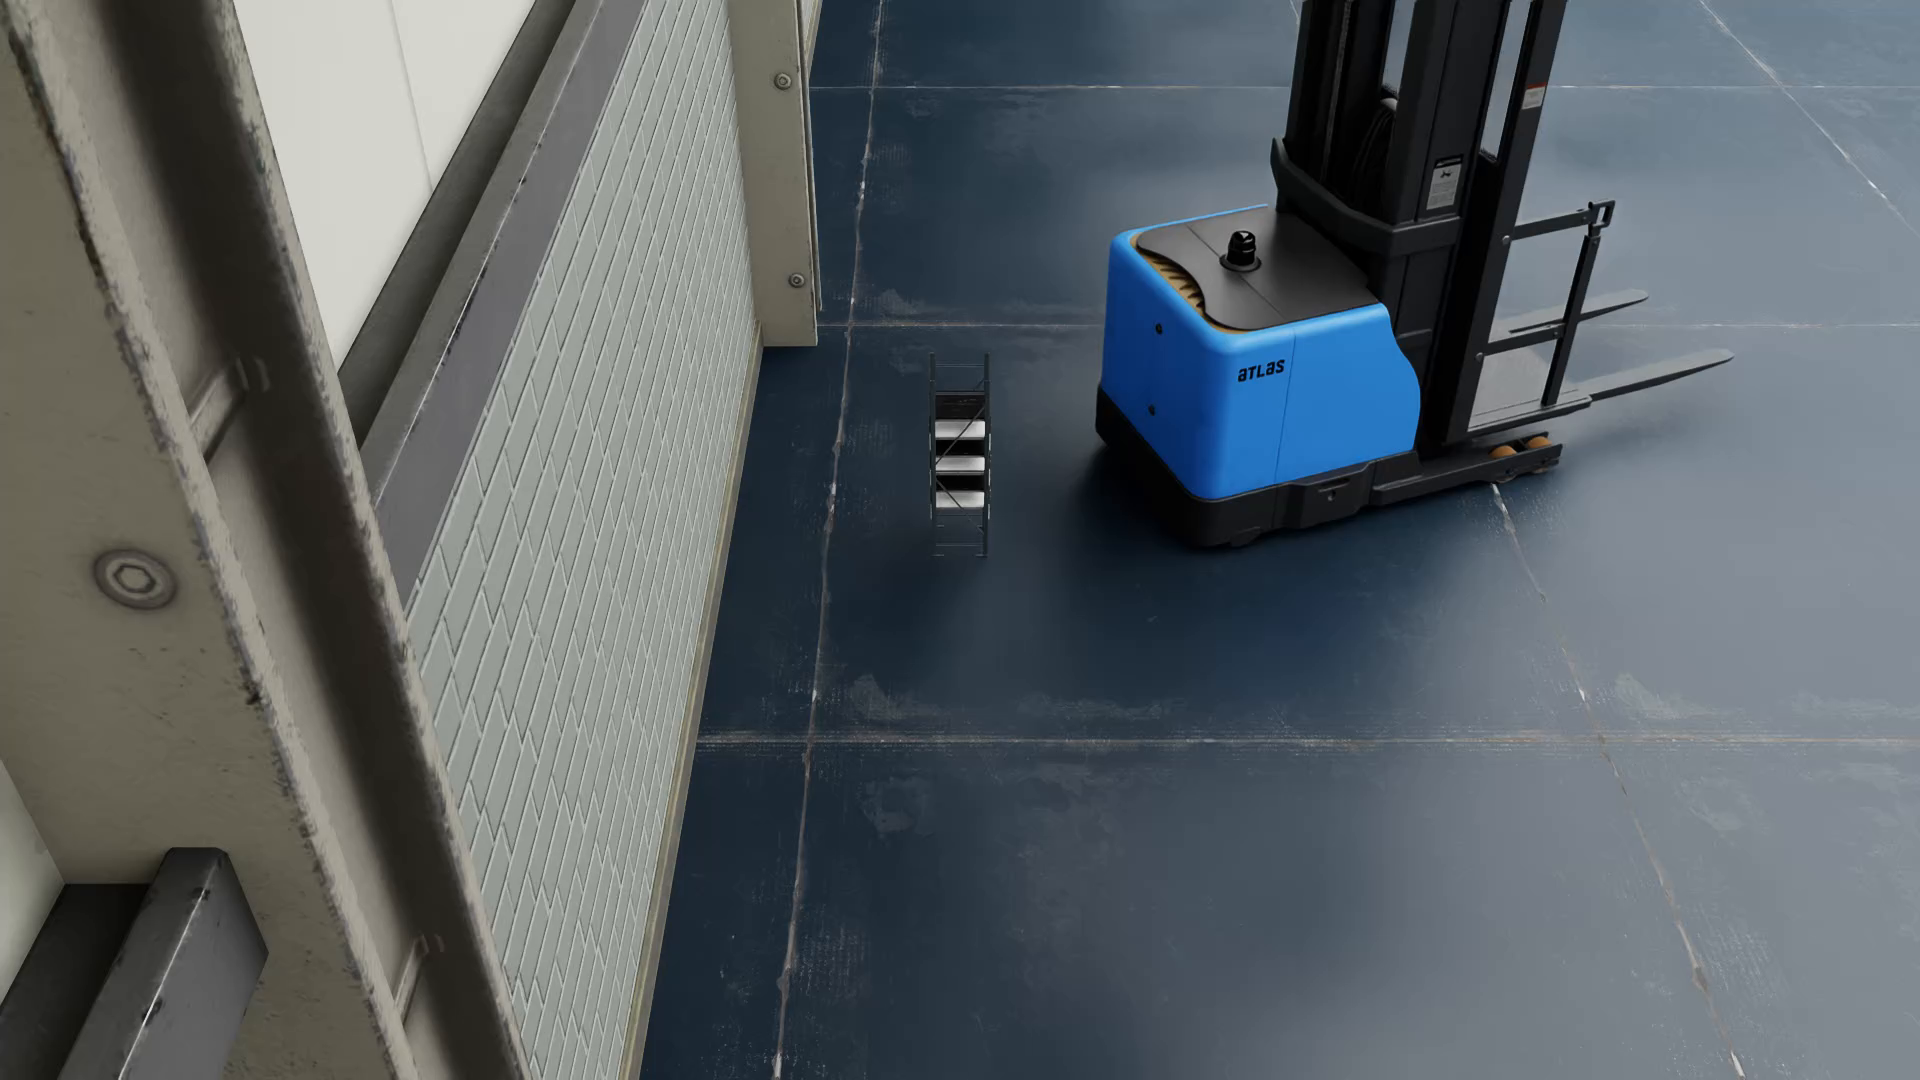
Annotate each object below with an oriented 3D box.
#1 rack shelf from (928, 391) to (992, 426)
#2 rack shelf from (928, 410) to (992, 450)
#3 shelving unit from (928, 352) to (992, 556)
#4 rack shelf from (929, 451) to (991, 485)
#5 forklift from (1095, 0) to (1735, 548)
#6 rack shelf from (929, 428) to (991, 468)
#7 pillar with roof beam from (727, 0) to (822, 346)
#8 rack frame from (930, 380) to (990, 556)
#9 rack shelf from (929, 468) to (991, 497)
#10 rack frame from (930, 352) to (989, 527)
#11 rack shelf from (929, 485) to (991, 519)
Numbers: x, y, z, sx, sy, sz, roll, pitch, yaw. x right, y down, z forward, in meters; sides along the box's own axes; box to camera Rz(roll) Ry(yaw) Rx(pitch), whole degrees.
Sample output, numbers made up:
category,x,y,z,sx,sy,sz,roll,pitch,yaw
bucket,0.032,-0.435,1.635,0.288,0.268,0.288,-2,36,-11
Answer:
category,x,y,z,sx,sy,sz,roll,pitch,yaw
rack shelf,0.000,-0.531,6.814,0.258,0.077,0.200,0,39,0
rack shelf,0.000,-0.461,6.871,0.258,0.077,0.200,0,39,0
shelving unit,0.000,-0.346,6.962,0.258,0.900,0.210,0,39,0
rack shelf,0.000,-0.320,6.983,0.258,0.077,0.200,0,39,0
forklift,2.202,-1.697,7.024,3.031,2.935,1.130,-14,41,-17
rack shelf,0.000,-0.390,6.927,0.258,0.077,0.200,0,39,0
pillar with roof beam,3.419,-4.628,5.830,9.100,9.000,0.400,0,39,0
rack frame,0.000,-0.282,6.883,0.240,0.900,0.006,0,39,0
rack shelf,0.000,-0.250,7.039,0.258,0.077,0.200,0,39,0
rack frame,0.000,-0.410,7.042,0.240,0.900,0.006,0,39,0
rack shelf,0.000,-0.180,7.096,0.258,0.077,0.200,0,39,0
